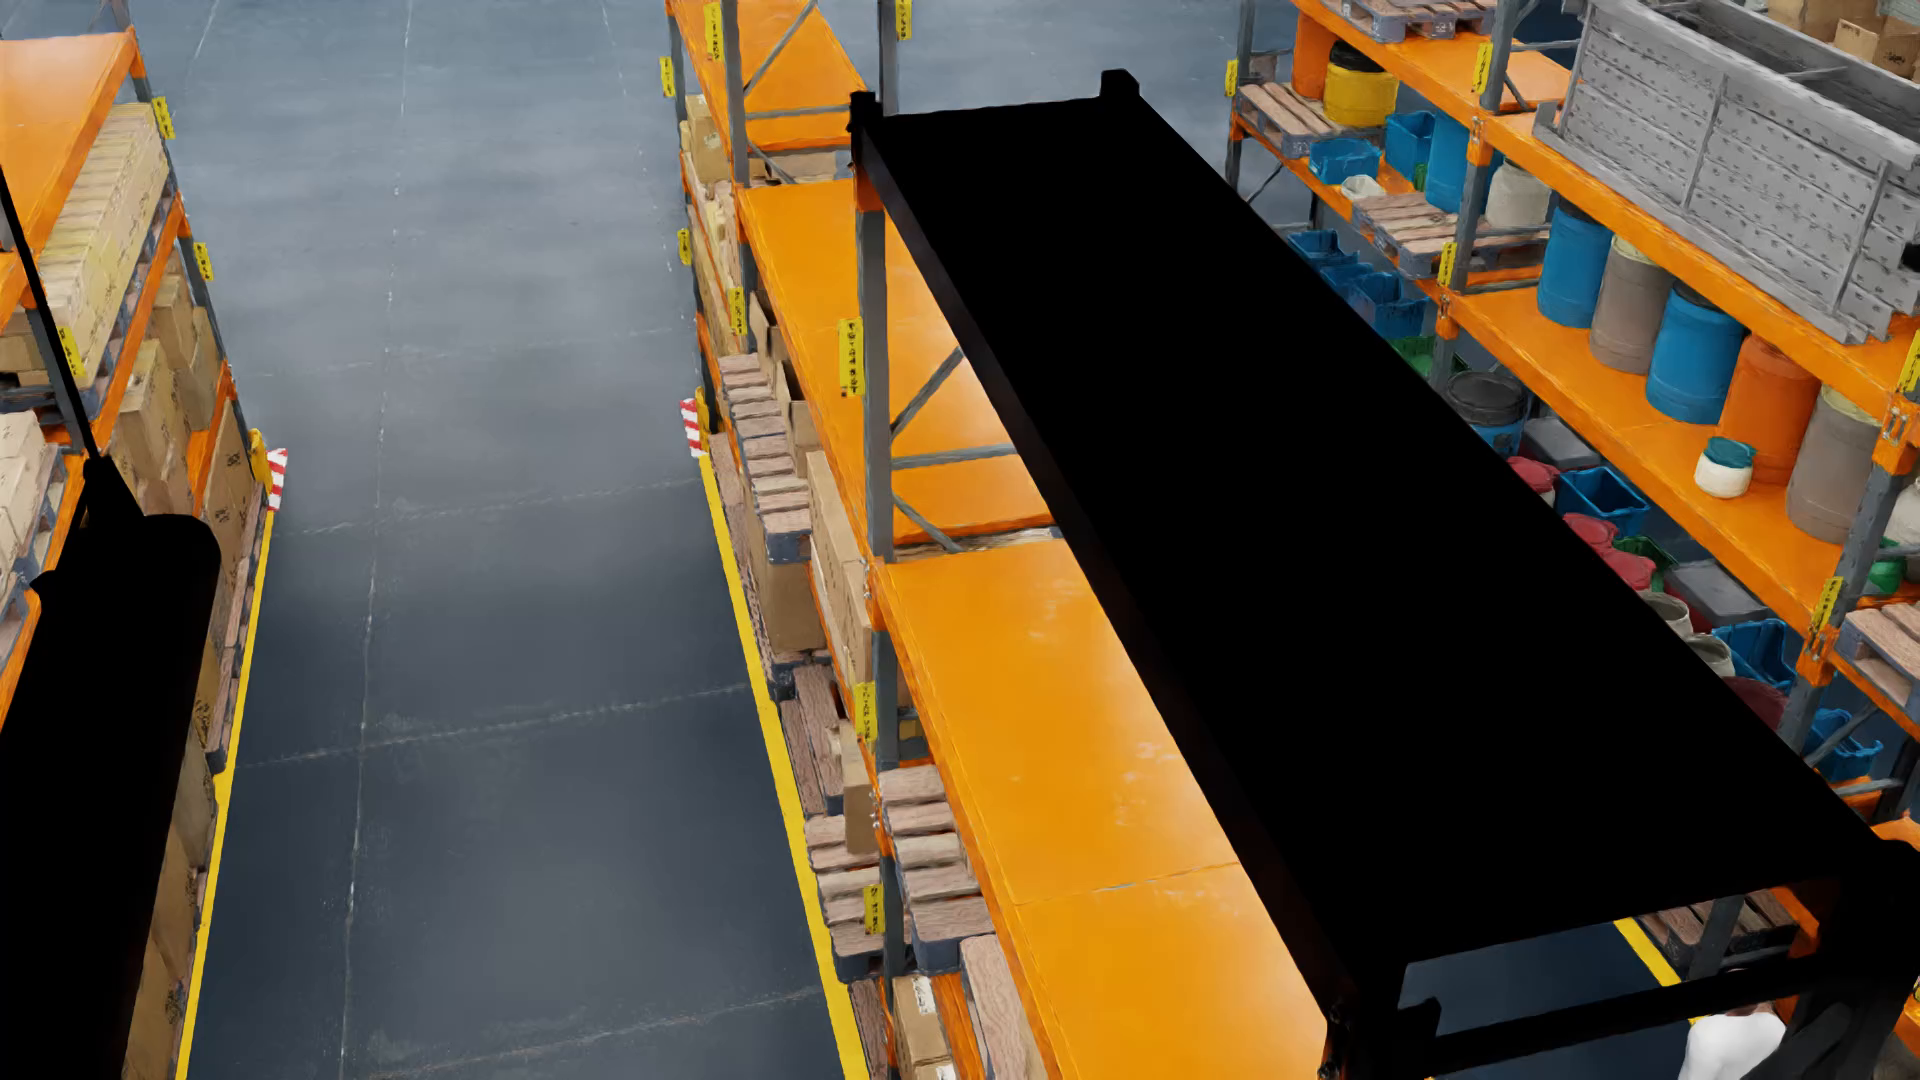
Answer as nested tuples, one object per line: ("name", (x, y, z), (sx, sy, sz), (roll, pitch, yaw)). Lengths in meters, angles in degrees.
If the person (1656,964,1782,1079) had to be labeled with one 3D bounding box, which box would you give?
("person", (3.795, 2.821, 8.451), (0.583, 1.702, 1.210), (-7, 35, -10))
